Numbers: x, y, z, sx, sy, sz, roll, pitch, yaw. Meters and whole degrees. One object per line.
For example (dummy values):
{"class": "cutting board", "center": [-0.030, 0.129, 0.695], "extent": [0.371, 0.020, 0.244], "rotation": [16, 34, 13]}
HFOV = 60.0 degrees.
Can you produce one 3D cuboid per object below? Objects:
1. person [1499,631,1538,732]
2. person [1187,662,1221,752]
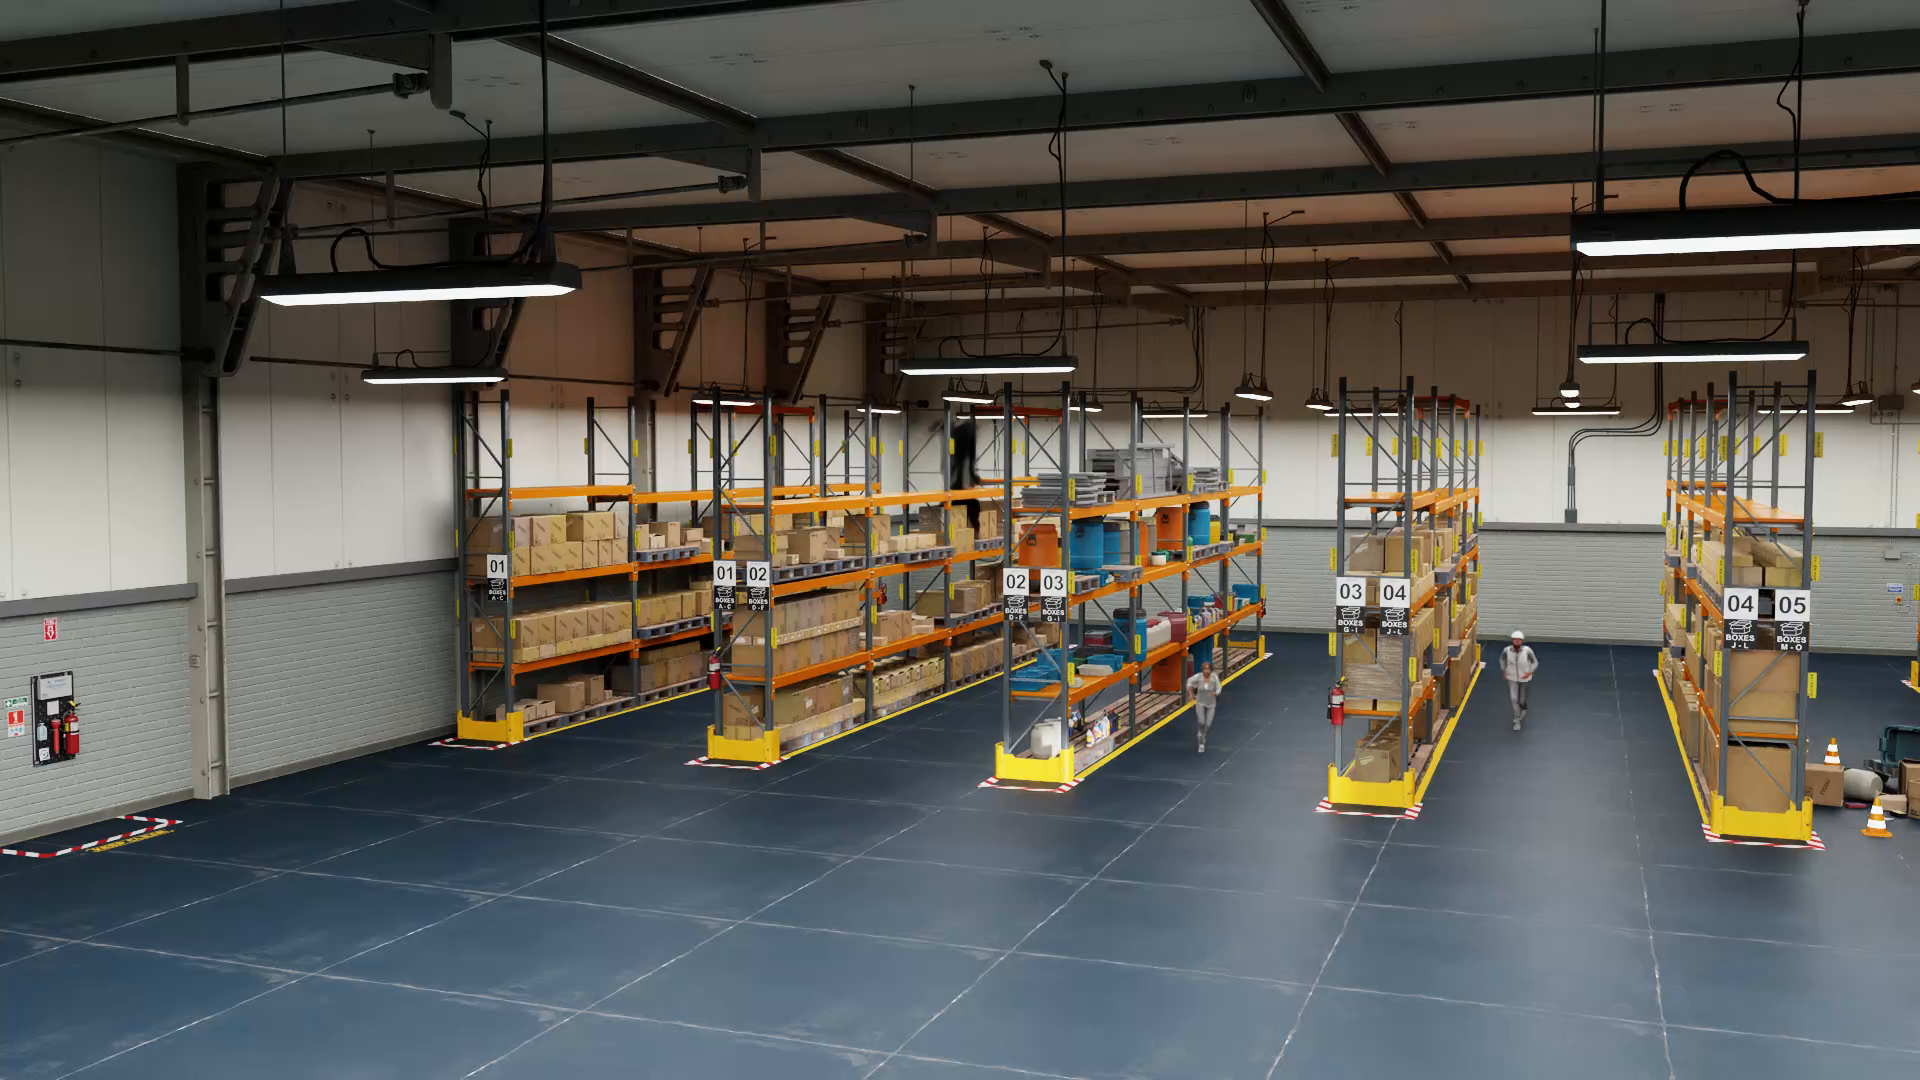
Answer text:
{"class": "person", "center": [10.000, 2.499, 29.796], "extent": [0.680, 1.755, 0.992], "rotation": [1, 3, 21]}
{"class": "person", "center": [4.017, 2.743, 27.307], "extent": [0.525, 1.526, 0.676], "rotation": [0, 3, 0]}
